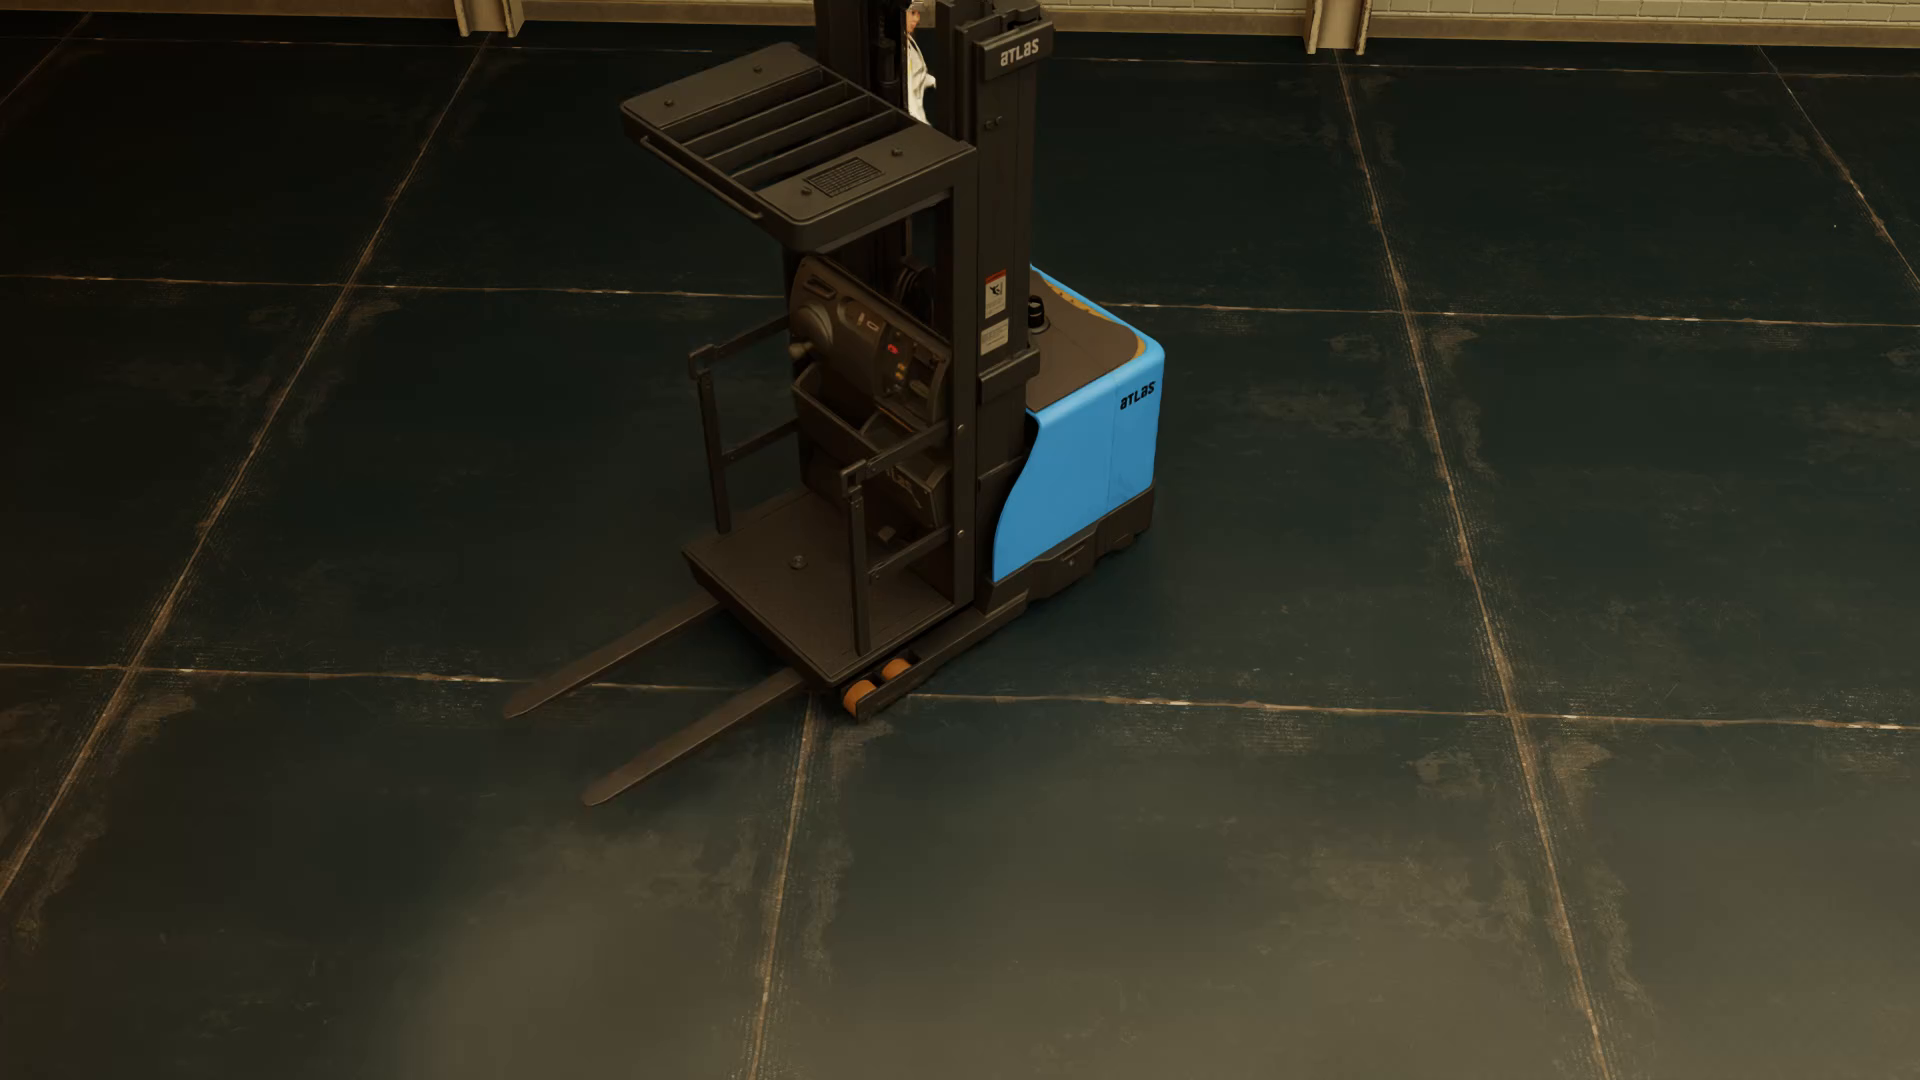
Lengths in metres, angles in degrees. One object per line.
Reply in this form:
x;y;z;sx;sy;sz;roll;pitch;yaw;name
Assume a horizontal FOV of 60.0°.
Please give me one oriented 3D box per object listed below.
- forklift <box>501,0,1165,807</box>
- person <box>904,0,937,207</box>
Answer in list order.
-0.529;-0.723;6.534;3.031;2.935;1.130;-31;51;-29;forklift
-0.206;-2.391;9.413;0.732;1.526;0.701;-34;52;-31;person
